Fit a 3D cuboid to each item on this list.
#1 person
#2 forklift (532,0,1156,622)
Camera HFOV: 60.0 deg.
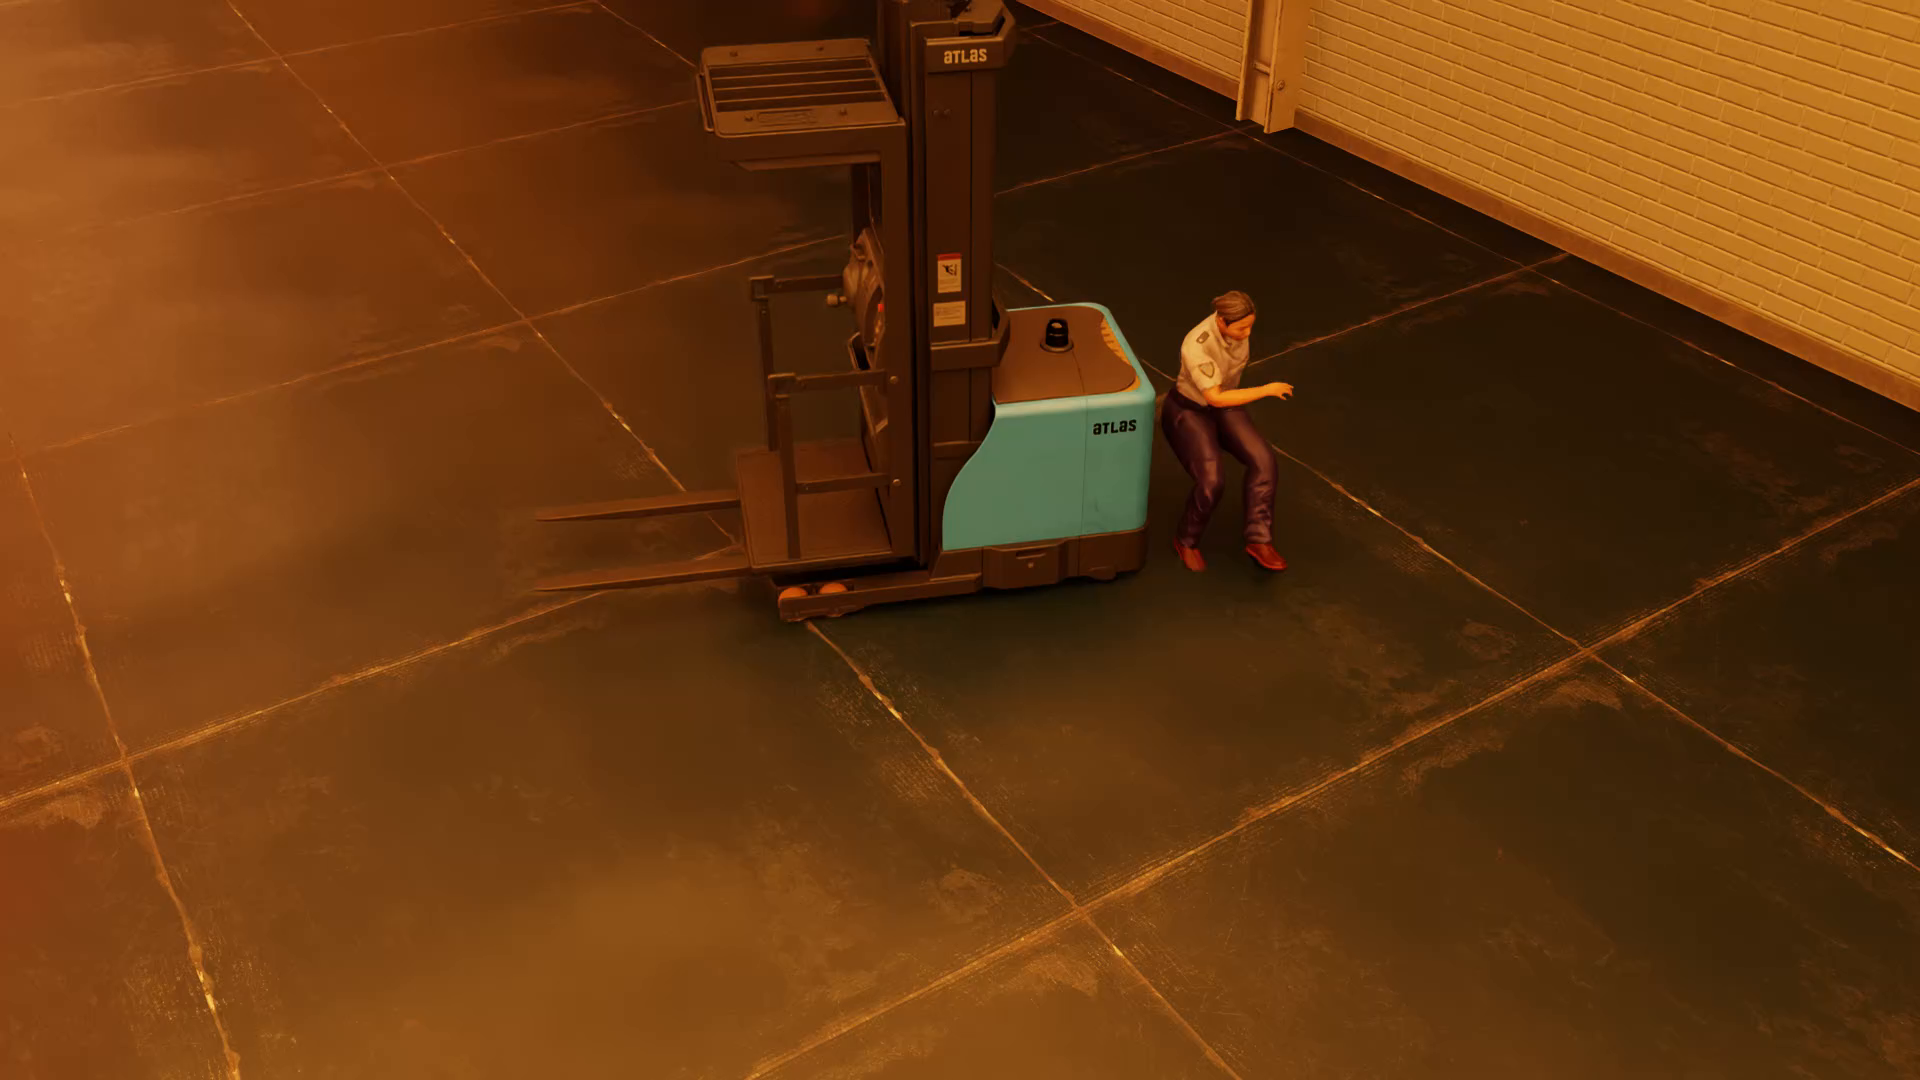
[{"bbox_3d":[1.463,-0.640,8.434,0.979,1.442,1.009,-25,42,-31],"label":"person"},{"bbox_3d":[-0.624,-1.131,7.757,3.031,2.935,1.130,-6,36,-9],"label":"forklift"}]
